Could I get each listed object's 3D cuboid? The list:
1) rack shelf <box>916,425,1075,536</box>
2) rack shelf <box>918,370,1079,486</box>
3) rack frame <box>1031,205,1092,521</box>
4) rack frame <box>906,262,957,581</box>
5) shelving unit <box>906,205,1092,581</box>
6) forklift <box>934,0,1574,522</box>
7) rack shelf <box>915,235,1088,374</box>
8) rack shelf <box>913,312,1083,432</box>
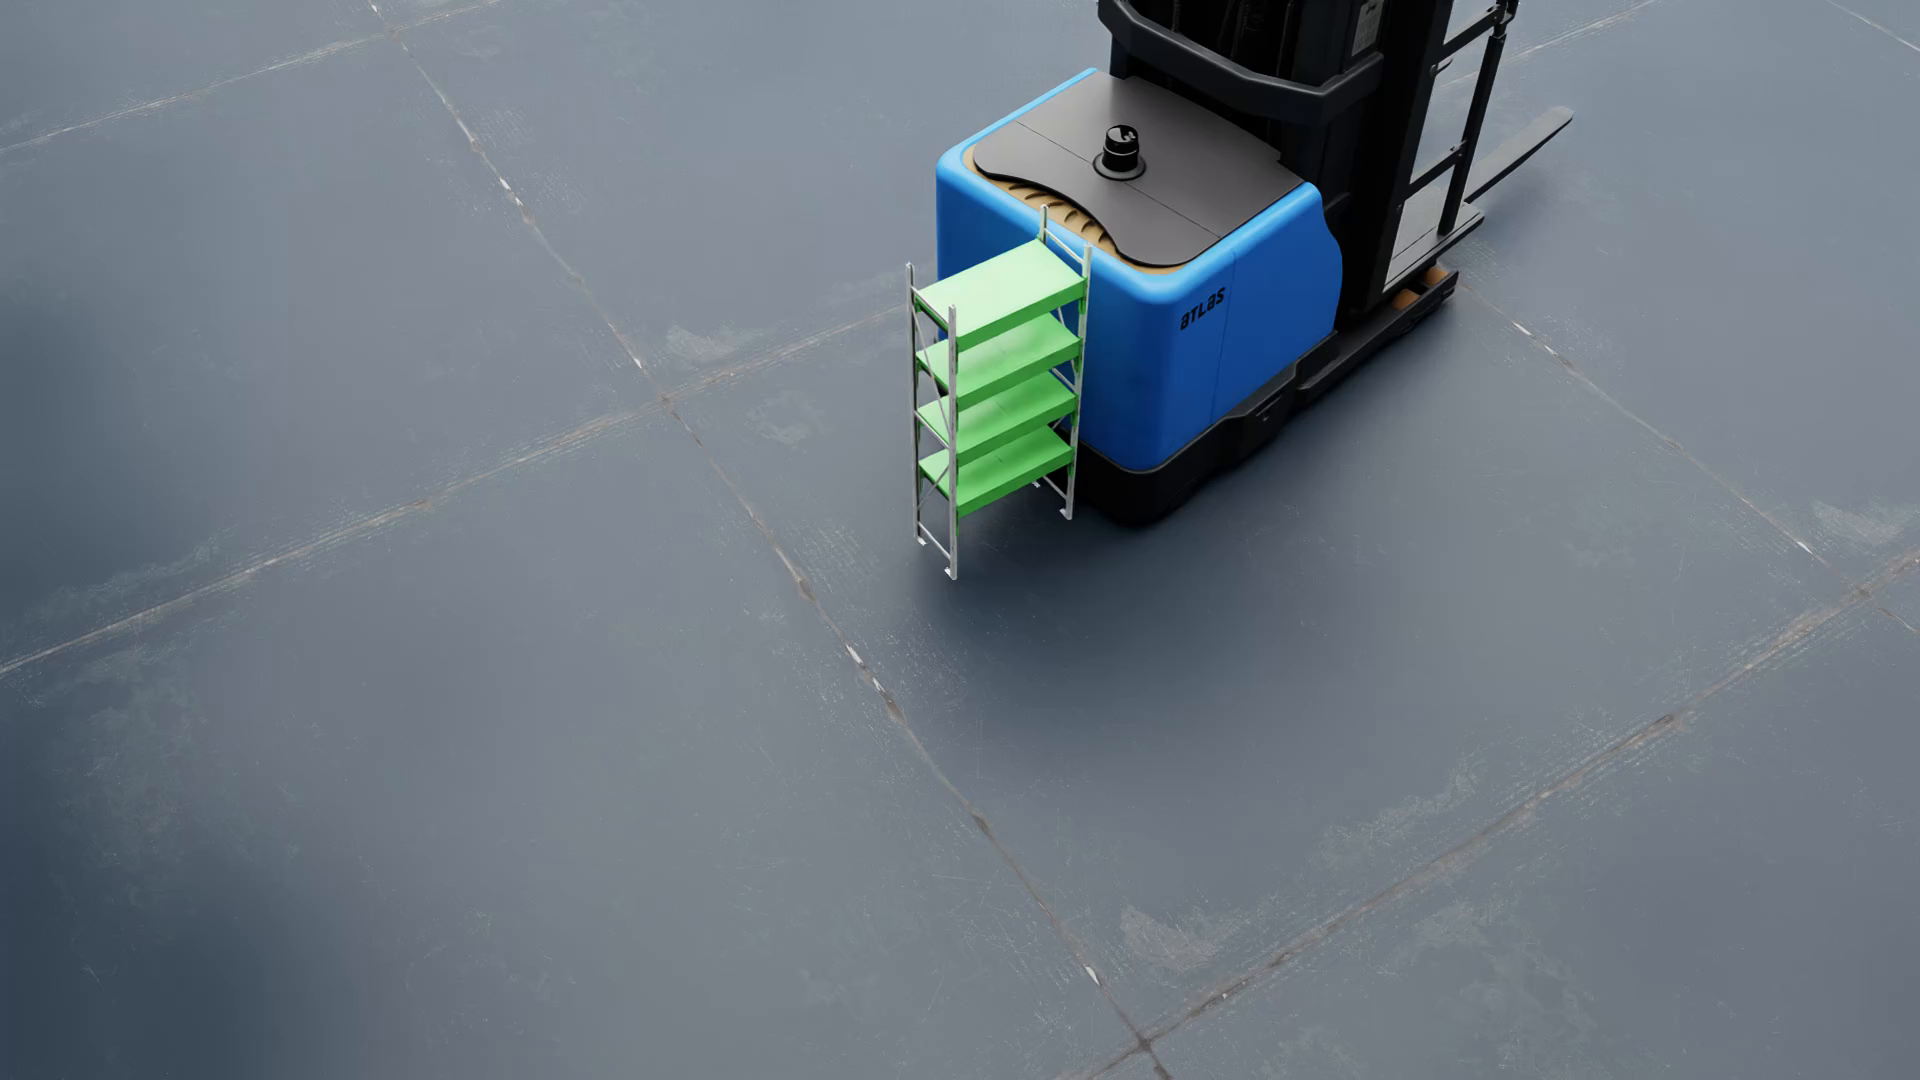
[{"bbox_3d":[0.117,-0.238,5.566,0.480,0.148,0.258,-27,54,-22],"label":"rack shelf"},{"bbox_3d":[0.117,-0.398,5.386,0.480,0.148,0.258,-27,54,-22],"label":"rack shelf"},{"bbox_3d":[0.318,-0.543,5.430,0.015,1.200,0.240,-27,54,-22],"label":"rack frame"},{"bbox_3d":[-0.084,-0.337,5.247,0.015,1.200,0.240,-27,54,-22],"label":"rack frame"},{"bbox_3d":[0.117,-0.440,5.339,0.503,1.200,0.258,-27,54,-22],"label":"shelving unit"},{"bbox_3d":[1.305,-2.029,5.594,3.031,2.935,1.130,-37,58,-28],"label":"forklift"},{"bbox_3d":[0.117,-0.717,5.028,0.480,0.148,0.258,-27,54,-22],"label":"rack shelf"},{"bbox_3d":[0.117,-0.557,5.207,0.480,0.148,0.258,-27,54,-22],"label":"rack shelf"}]
